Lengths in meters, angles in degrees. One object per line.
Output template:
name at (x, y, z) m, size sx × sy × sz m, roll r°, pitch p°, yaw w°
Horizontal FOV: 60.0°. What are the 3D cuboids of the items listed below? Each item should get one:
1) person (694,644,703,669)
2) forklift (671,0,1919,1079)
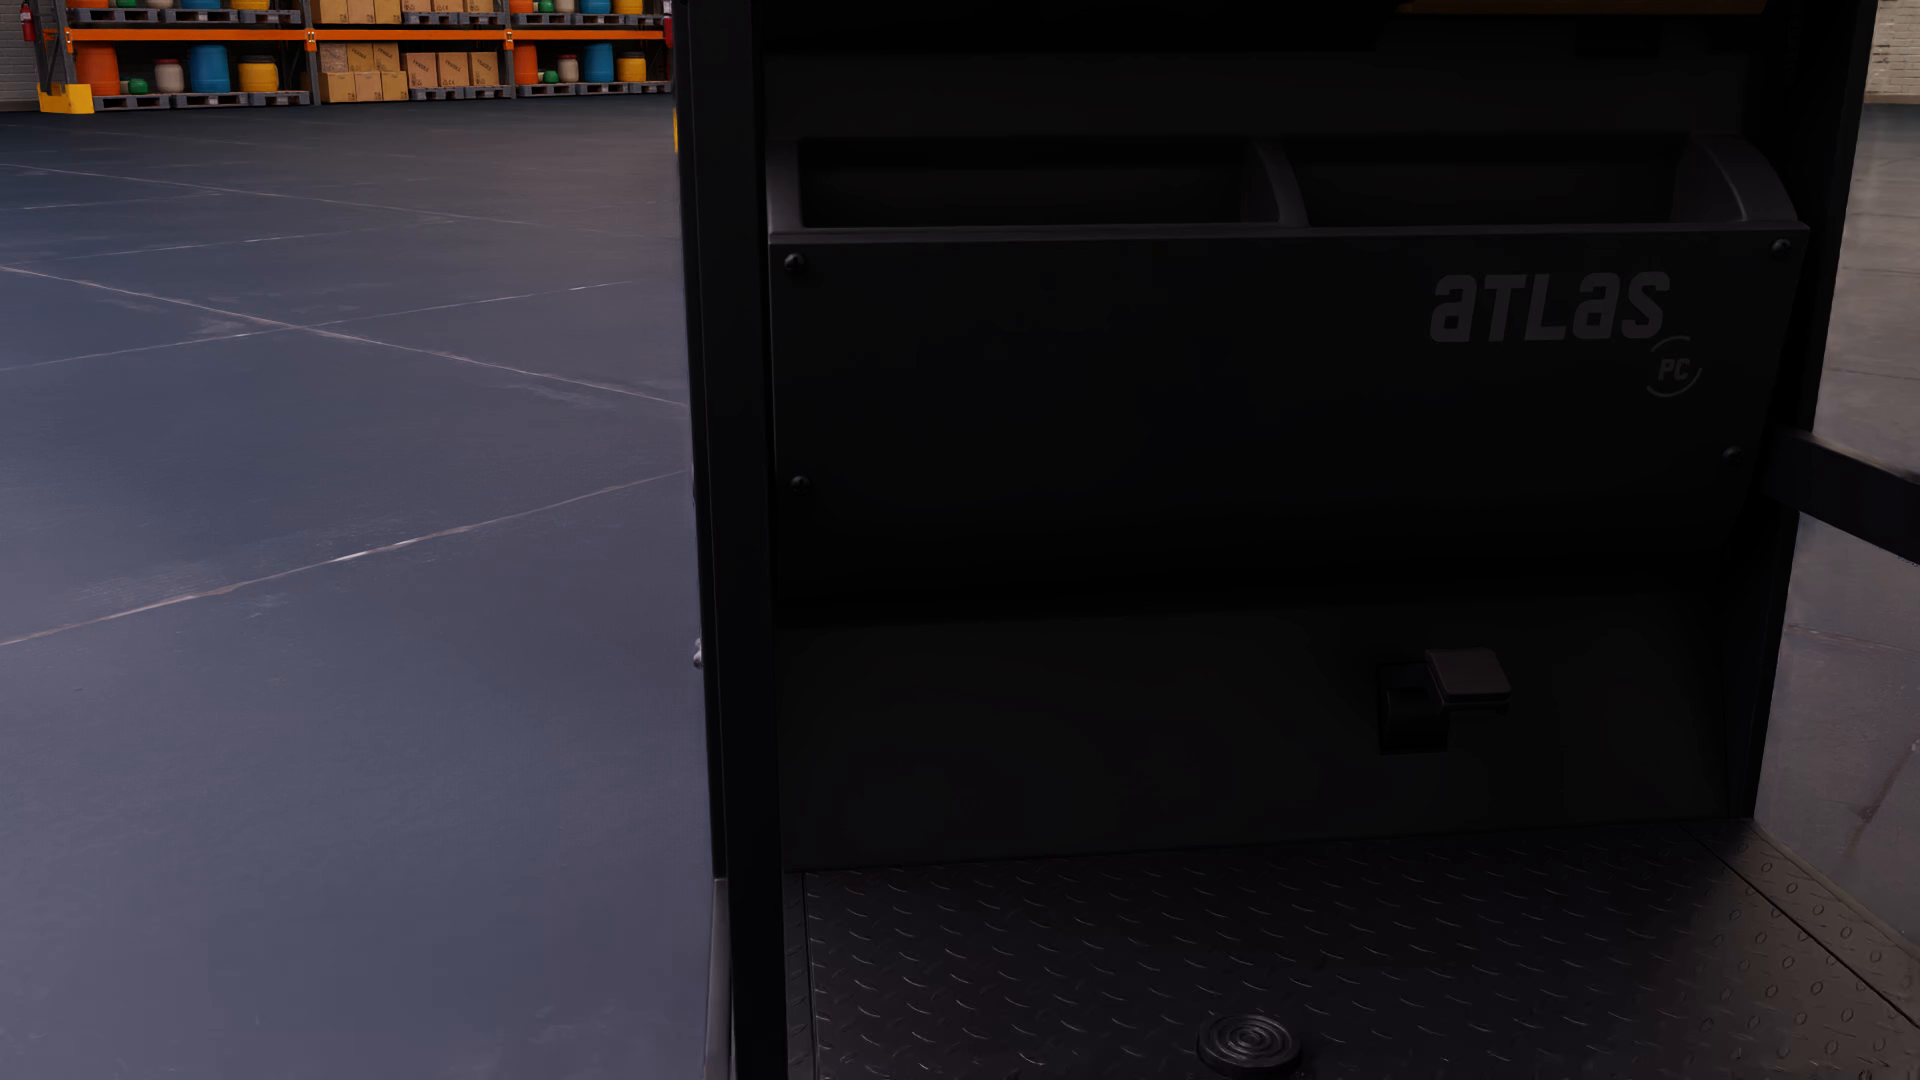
person at (-0.102, -0.514, 3.272) m, size 1.238 × 1.390 × 0.703 m, roll -11°, pitch 20°, yaw -32°
forklift at (0.321, -0.689, 1.168) m, size 1.130 × 2.935 × 3.031 m, roll -2°, pitch 17°, yaw -7°
